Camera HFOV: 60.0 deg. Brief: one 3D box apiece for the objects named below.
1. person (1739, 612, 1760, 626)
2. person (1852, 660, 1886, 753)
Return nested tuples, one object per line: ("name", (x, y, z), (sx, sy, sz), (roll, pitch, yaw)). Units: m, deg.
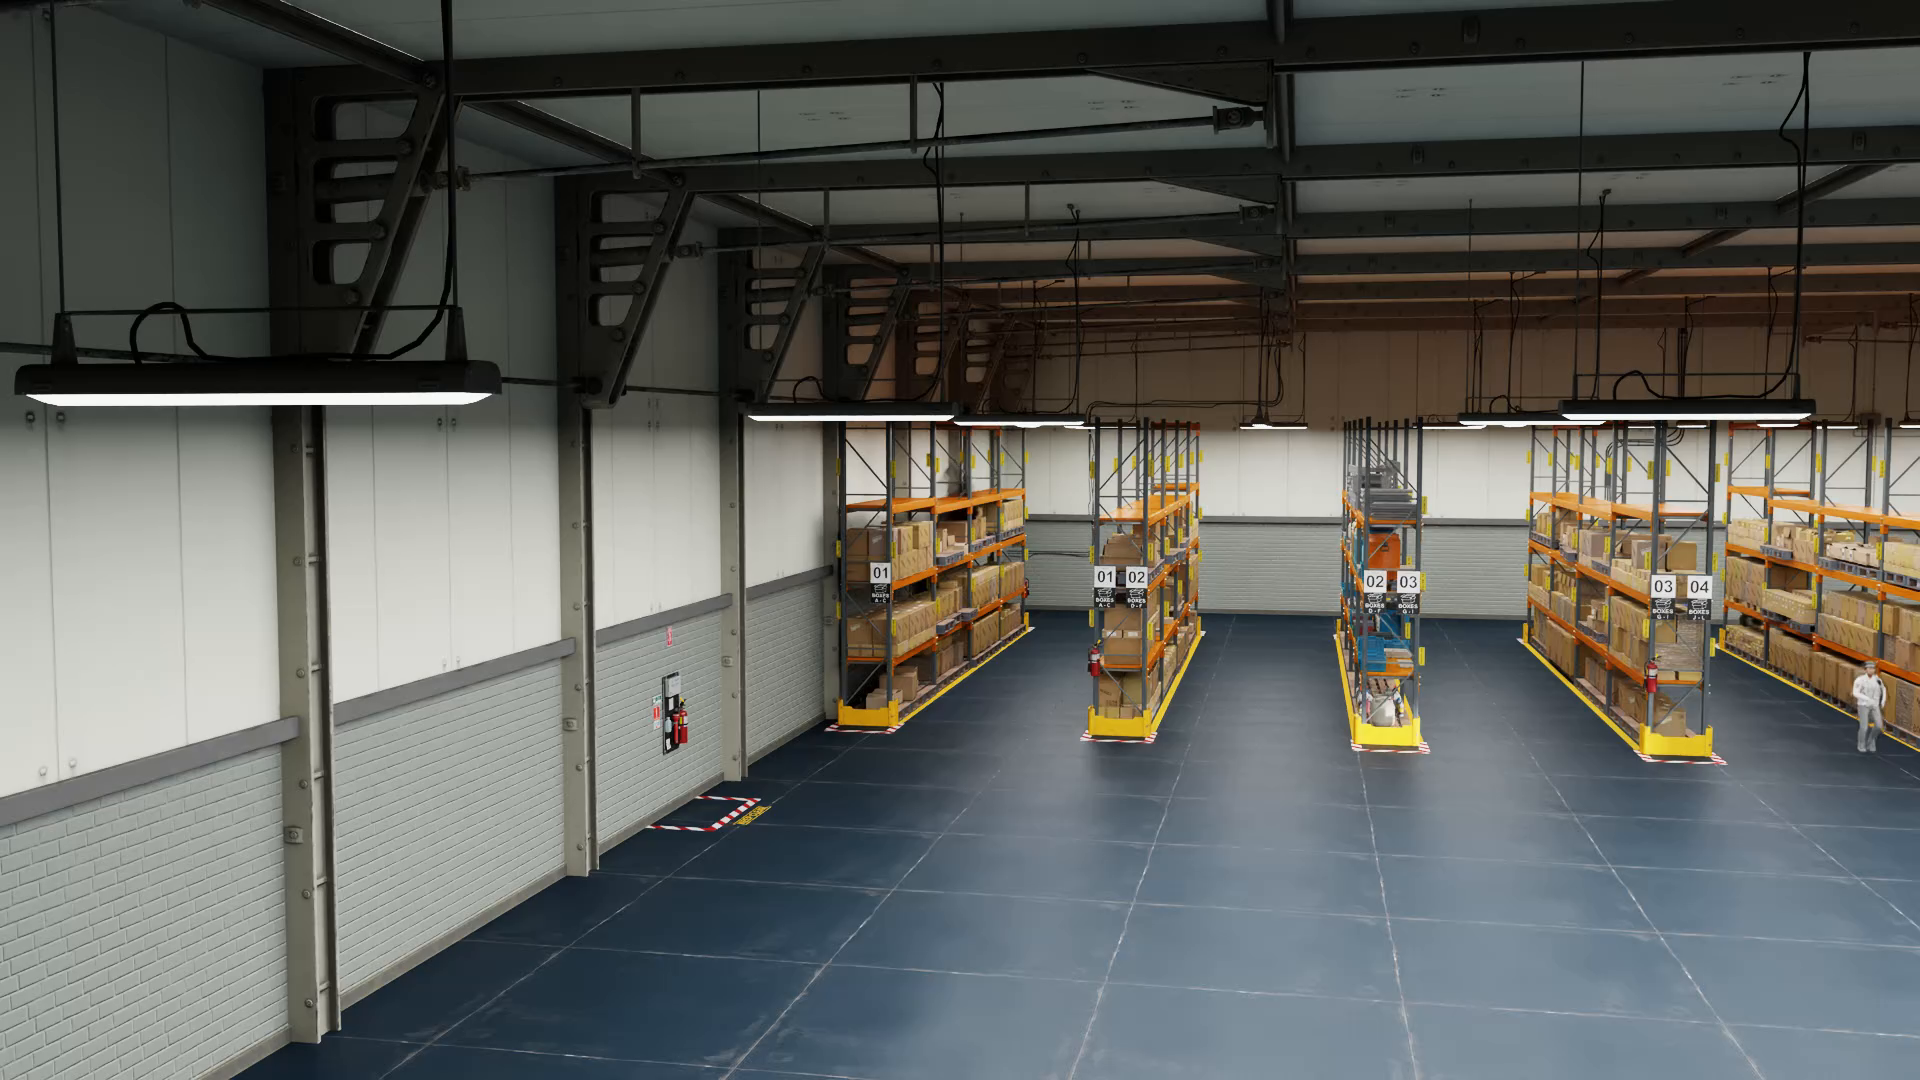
("person", (21.572, 1.926, 45.188), (0.846, 1.805, 0.684), (1, 4, 9))
("person", (16.179, 2.966, 29.526), (0.635, 1.673, 0.621), (0, 4, 5))
